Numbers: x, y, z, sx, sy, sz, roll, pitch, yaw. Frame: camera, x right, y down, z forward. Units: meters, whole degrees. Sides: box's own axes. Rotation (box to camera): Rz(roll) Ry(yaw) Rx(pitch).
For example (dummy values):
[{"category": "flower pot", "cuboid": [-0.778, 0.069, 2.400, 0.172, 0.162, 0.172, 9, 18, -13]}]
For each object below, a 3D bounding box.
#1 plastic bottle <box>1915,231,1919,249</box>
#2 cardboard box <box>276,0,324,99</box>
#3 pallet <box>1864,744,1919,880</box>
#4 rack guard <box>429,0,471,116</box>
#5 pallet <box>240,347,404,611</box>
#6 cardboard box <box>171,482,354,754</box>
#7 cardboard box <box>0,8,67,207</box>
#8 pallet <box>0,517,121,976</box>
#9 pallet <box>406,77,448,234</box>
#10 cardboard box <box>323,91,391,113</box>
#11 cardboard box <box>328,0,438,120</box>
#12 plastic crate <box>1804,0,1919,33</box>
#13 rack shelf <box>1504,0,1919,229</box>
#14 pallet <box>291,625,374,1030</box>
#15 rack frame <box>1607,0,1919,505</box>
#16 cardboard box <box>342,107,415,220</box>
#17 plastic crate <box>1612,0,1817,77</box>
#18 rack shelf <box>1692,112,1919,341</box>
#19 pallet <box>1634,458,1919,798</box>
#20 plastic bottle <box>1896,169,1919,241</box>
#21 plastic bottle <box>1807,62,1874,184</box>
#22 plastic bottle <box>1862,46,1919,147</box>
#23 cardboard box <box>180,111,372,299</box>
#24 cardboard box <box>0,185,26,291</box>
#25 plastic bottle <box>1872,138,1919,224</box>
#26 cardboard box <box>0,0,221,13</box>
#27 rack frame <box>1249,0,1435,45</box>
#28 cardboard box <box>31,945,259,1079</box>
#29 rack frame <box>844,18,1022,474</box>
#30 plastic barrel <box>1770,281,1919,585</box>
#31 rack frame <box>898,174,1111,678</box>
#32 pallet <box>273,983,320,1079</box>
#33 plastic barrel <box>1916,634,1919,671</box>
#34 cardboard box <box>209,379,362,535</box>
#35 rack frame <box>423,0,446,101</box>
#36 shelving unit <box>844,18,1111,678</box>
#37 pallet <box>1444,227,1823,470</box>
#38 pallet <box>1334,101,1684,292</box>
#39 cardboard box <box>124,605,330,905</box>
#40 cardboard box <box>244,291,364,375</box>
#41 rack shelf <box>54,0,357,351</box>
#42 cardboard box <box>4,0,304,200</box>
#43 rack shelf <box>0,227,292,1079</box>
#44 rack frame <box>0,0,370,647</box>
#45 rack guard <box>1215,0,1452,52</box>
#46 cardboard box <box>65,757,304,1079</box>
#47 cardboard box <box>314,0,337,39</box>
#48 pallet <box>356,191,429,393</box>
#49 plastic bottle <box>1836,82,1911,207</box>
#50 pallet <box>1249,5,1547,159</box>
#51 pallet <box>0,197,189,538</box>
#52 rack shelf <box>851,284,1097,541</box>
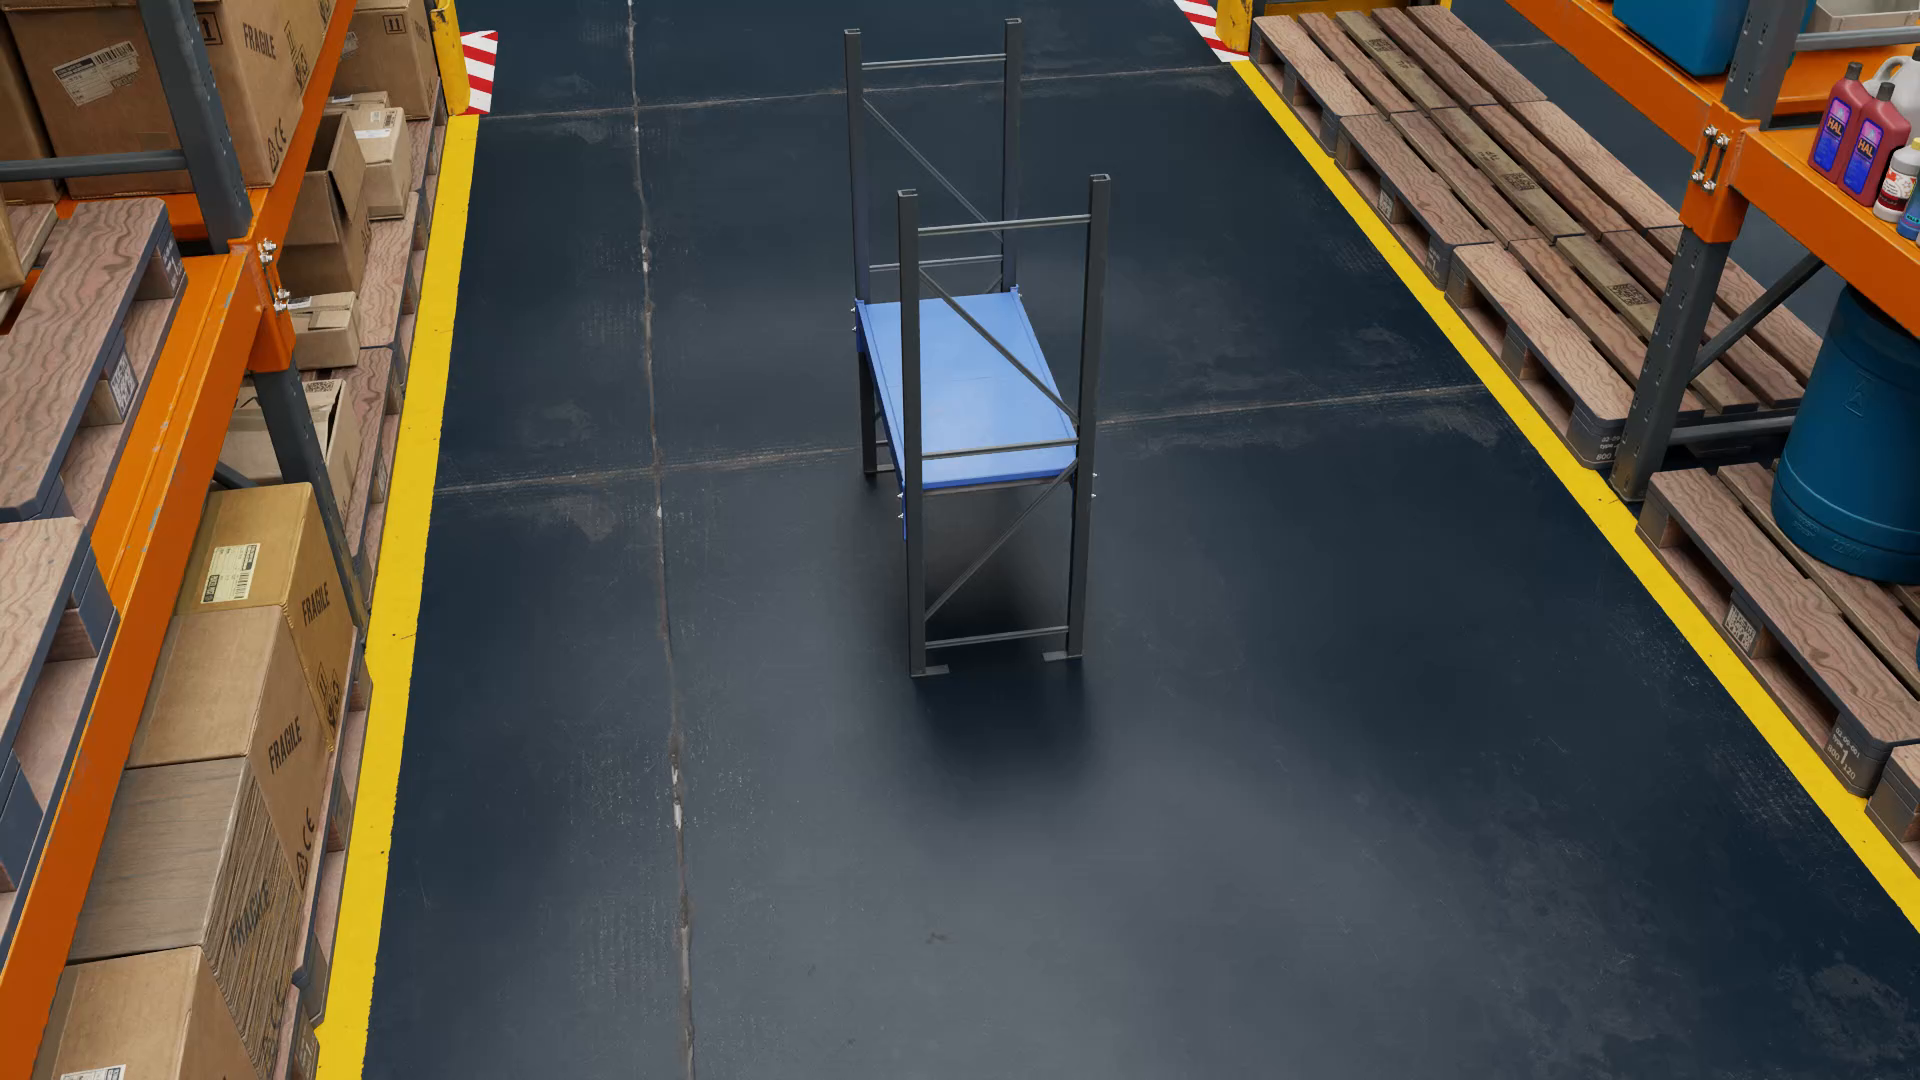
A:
[{"category": "plastic bottle", "cuboid": [2.410, -0.799, 3.934, 0.152, 0.276, 0.135, -6, 38, -8]}, {"category": "cardboard box", "cuboid": [-2.151, -1.544, 4.711, 0.500, 0.500, 0.500, -6, 38, -7]}, {"category": "pallet", "cuboid": [2.952, 0.921, 3.893, 1.003, 0.211, 1.213, -6, 38, -8]}, {"category": "rack guard", "cuboid": [-2.925, -2.242, 7.728, 1.175, 0.500, 0.348, -6, 38, -8]}, {"category": "pallet", "cuboid": [-2.357, -0.172, 5.300, 1.003, 0.211, 1.213, -6, 38, -8]}, {"category": "cardboard box", "cuboid": [-1.868, 0.222, 4.198, 0.500, 0.500, 0.500, -6, 38, -8]}, {"category": "cardboard box", "cuboid": [-2.577, -1.173, 4.233, 0.500, 0.500, 0.500, -6, 38, -7]}, {"category": "pallet", "cuboid": [-1.881, 0.459, 2.371, 1.003, 0.211, 1.213, -6, 38, -8]}, {"category": "pallet", "cuboid": [-2.784, -1.646, 7.197, 1.003, 0.211, 1.213, -6, 38, -8]}, {"category": "cardboard box", "cuboid": [-2.618, -1.773, 7.039, 0.380, 0.166, 0.250, -6, 38, -8]}, {"category": "cardboard box", "cuboid": [-2.601, -2.160, 7.264, 0.500, 0.500, 0.500, -6, 38, -8]}, {"category": "plastic crate", "cuboid": [2.699, -1.605, 5.037, 0.396, 0.136, 0.243, -6, 38, -8]}, {"category": "rack shelf", "cuboid": [2.290, -2.313, 6.369, 1.077, 0.370, 4.000, -6, 38, -8]}, {"category": "pallet", "cuboid": [-2.057, 0.730, 4.139, 1.003, 0.211, 1.213, -6, 38, -8]}, {"category": "rack frame", "cuboid": [2.640, -1.389, 4.593, 1.000, 3.000, 0.127, -6, 38, -8]}, {"category": "cardboard box", "cuboid": [-2.464, -1.484, 6.598, 0.500, 0.250, 0.500, -6, 38, -8]}, {"category": "plastic crate", "cuboid": [2.223, -1.652, 4.896, 0.392, 0.384, 0.575, -6, 38, -8]}, {"category": "rack shelf", "cuboid": [2.991, 0.103, 3.259, 1.077, 0.370, 4.000, -6, 38, -8]}, {"category": "pallet", "cuboid": [2.734, 0.182, 4.843, 1.003, 0.211, 1.213, -6, 38, -8]}, {"category": "plastic bottle", "cuboid": [2.363, -0.864, 4.022, 0.097, 0.271, 0.097, 0, 38, 0]}, {"category": "plastic bottle", "cuboid": [2.284, -1.076, 4.285, 0.061, 0.283, 0.133, -6, 38, -8]}, {"category": "plastic bottle", "cuboid": [2.390, -1.098, 4.259, 0.144, 0.351, 0.185, -6, 38, -8]}, {"category": "cardboard box", "cuboid": [-2.572, -1.181, 6.001, 0.797, 0.503, 0.637, -6, 38, -8]}, {"category": "cardboard box", "cuboid": [-2.374, -0.754, 3.352, 0.700, 0.500, 0.500, -19, 42, -23]}, {"category": "plastic bottle", "cuboid": [2.346, -0.895, 4.119, 0.097, 0.201, 0.097, 0, 38, 0]}, {"category": "cardboard box", "cuboid": [-2.043, -1.608, 3.978, 0.500, 0.500, 0.500, -5, 38, -7]}, {"category": "rack frame", "cuboid": [1.939, -3.805, 7.703, 1.000, 3.000, 0.127, -6, 38, -8]}, {"category": "cardboard box", "cuboid": [-1.611, 1.131, 3.028, 0.500, 0.500, 0.500, -7, 38, -9]}, {"category": "rack frame", "cuboid": [-0.074, -0.848, 5.119, 0.500, 1.500, 0.032, -6, 38, -8]}, {"category": "plastic barrel", "cuboid": [2.719, -0.396, 4.683, 0.600, 0.901, 0.708, -6, 38, -8]}, {"category": "rack frame", "cuboid": [0.104, -0.234, 4.328, 0.500, 1.500, 0.032, -6, 38, -8]}, {"category": "pallet", "cuboid": [-1.840, 1.468, 3.188, 1.003, 0.211, 1.213, -6, 38, -8]}, {"category": "plastic barrel", "cuboid": [2.843, 0.032, 4.132, 0.600, 0.901, 0.708, -6, 38, -8]}, {"category": "cardboard box", "cuboid": [-2.098, -0.248, 4.957, 0.500, 0.311, 0.500, -6, 38, -8]}, {"category": "rack frame", "cuboid": [-2.938, -3.275, 7.020, 1.000, 3.000, 0.127, -6, 38, -8]}, {"category": "shelving unit", "cuboid": [0.015, -0.541, 4.724, 0.538, 1.500, 1.048, -6, 38, -8]}, {"category": "pallet", "cuboid": [2.473, -0.728, 6.015, 1.003, 0.211, 1.213, -6, 38, -8]}, {"category": "pallet", "cuboid": [2.256, -1.467, 6.966, 1.003, 0.211, 1.213, -6, 38, -8]}, {"category": "cardboard box", "cuboid": [-1.790, 0.521, 3.813, 0.500, 0.500, 0.500, -6, 38, -8]}, {"category": "cardboard box", "cuboid": [-2.259, -0.712, 5.672, 0.380, 0.166, 0.250, -6, 38, -8]}, {"category": "rack shelf", "cuboid": [-2.588, -1.783, 5.686, 1.077, 0.370, 4.000, -6, 38, -8]}, {"category": "cardboard box", "cuboid": [-2.058, -1.235, 4.314, 0.500, 0.500, 0.500, -5, 38, -7]}, {"category": "rack shelf", "cuboid": [-1.886, 0.633, 2.576, 1.077, 0.370, 4.000, -6, 38, -8]}, {"category": "rack frame", "cuboid": [-2.237, -0.859, 3.911, 1.000, 3.000, 0.127, -6, 38, -8]}, {"category": "rack guard", "cuboid": [1.922, -2.831, 8.487, 1.175, 0.500, 0.348, -6, 38, -8]}, {"category": "cardboard box", "cuboid": [-1.703, 0.824, 3.423, 0.500, 0.500, 0.500, -6, 38, -7]}, {"category": "cardboard box", "cuboid": [-2.237, -1.847, 5.101, 0.500, 0.500, 0.500, -6, 38, -8]}, {"category": "pallet", "cuboid": [-2.574, -0.911, 6.251, 1.003, 0.211, 1.213, -6, 38, -8]}, {"category": "plastic bottle", "cuboid": [2.308, -0.995, 4.181, 0.061, 0.283, 0.133, -6, 38, -8]}, {"category": "pallet", "cuboid": [2.045, -2.202, 7.912, 1.003, 0.211, 1.213, -6, 38, -8]}, {"category": "pallet", "cuboid": [-2.204, -0.289, 3.333, 1.003, 0.211, 1.213, -6, 38, -8]}, {"category": "rack shelf", "cuboid": [0.015, -0.399, 4.834, 0.538, 0.185, 1.000, -6, 38, -8]}]
